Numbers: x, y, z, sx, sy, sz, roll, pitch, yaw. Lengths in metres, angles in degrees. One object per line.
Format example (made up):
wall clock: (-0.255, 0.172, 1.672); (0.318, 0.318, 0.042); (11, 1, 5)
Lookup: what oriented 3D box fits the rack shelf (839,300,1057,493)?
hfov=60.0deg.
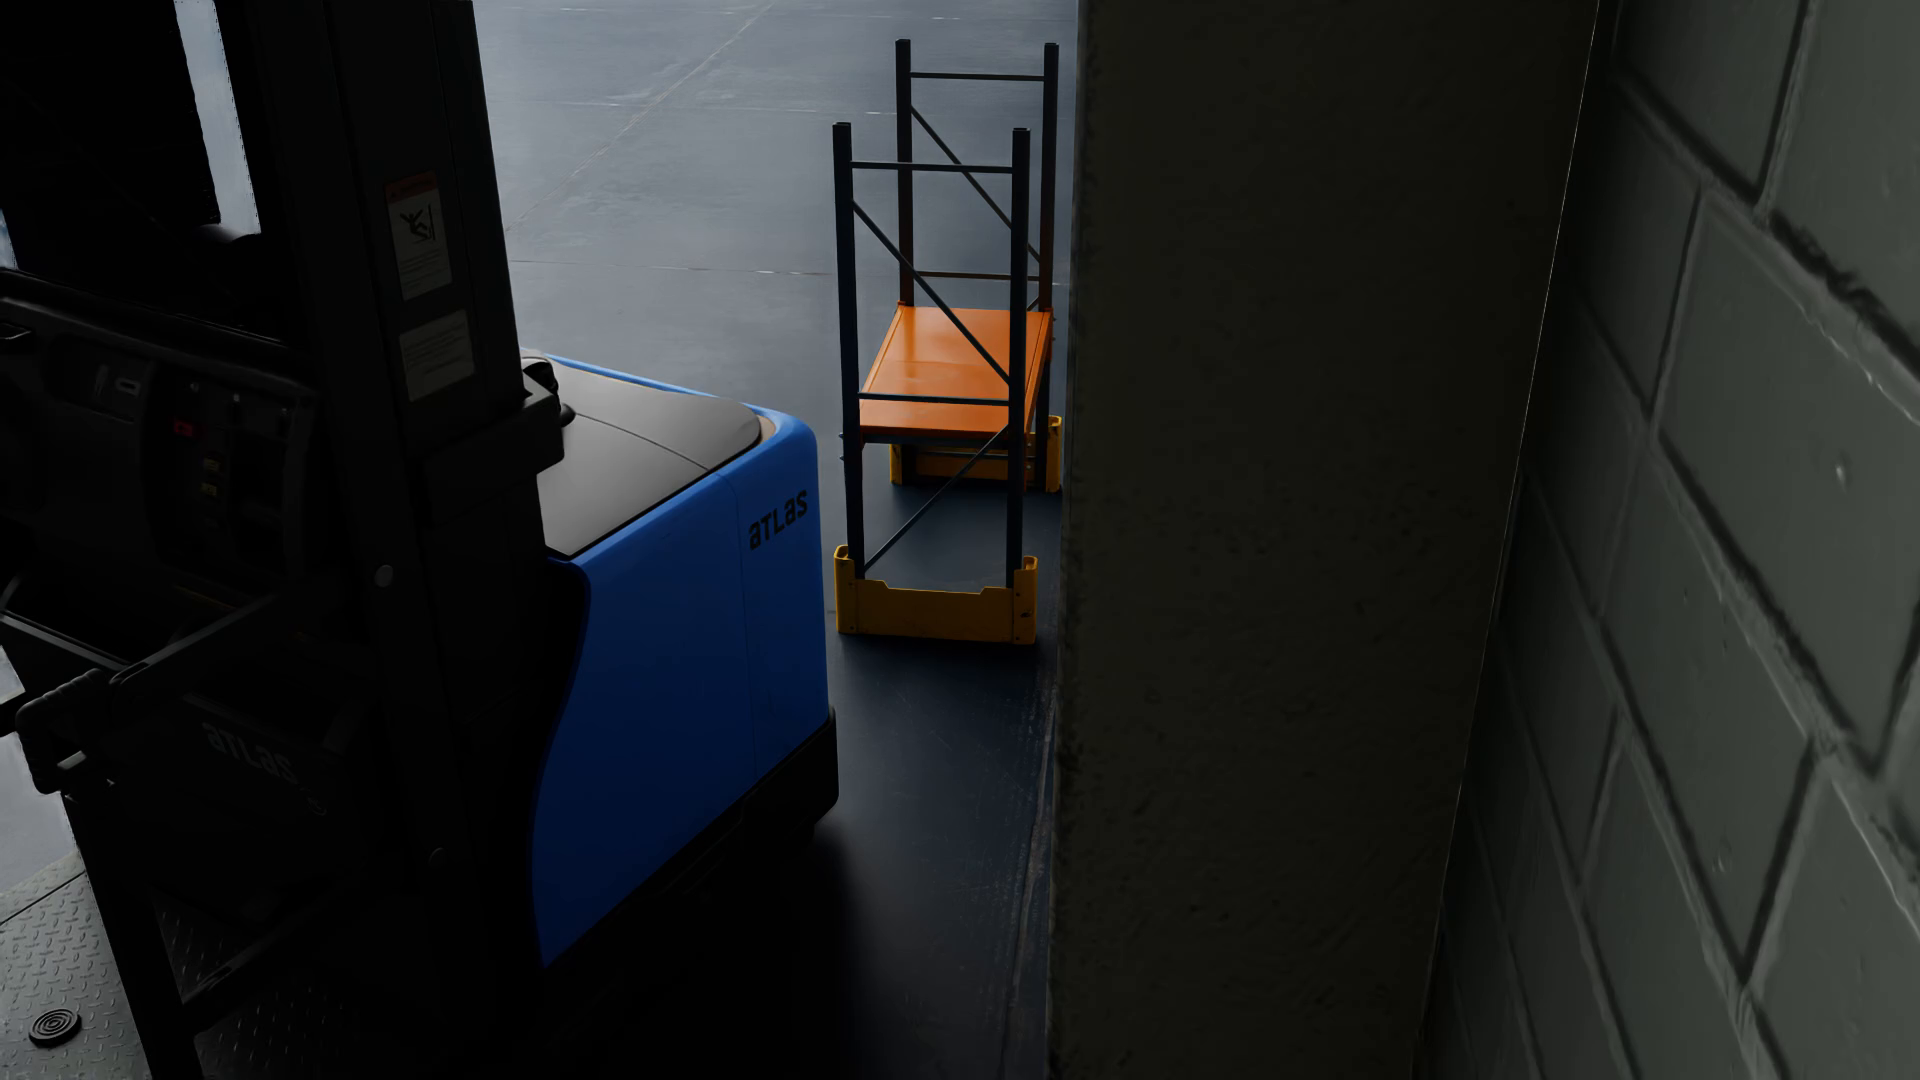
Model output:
rack shelf: (-0.010, -0.462, 5.069); (0.538, 0.185, 1.000); (3, 28, 6)

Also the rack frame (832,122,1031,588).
rack frame: (-0.073, -0.381, 4.540); (0.500, 1.500, 0.032); (3, 28, 6)

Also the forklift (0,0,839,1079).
forklift: (-1.475, -0.122, 2.550); (1.130, 2.935, 3.031); (15, 32, 26)

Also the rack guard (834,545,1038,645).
rack guard: (-0.070, 0.160, 4.853); (0.587, 0.250, 0.087); (3, 28, 6)

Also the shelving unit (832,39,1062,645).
shelving unit: (-0.009, -0.624, 4.992); (0.587, 1.500, 1.083); (3, 28, 6)

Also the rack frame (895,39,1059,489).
rack frame: (0.052, -0.859, 5.428); (0.500, 1.500, 0.032); (3, 28, 6)

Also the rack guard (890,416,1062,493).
rack guard: (0.052, -0.309, 5.724); (0.587, 0.250, 0.087); (3, 28, 6)
